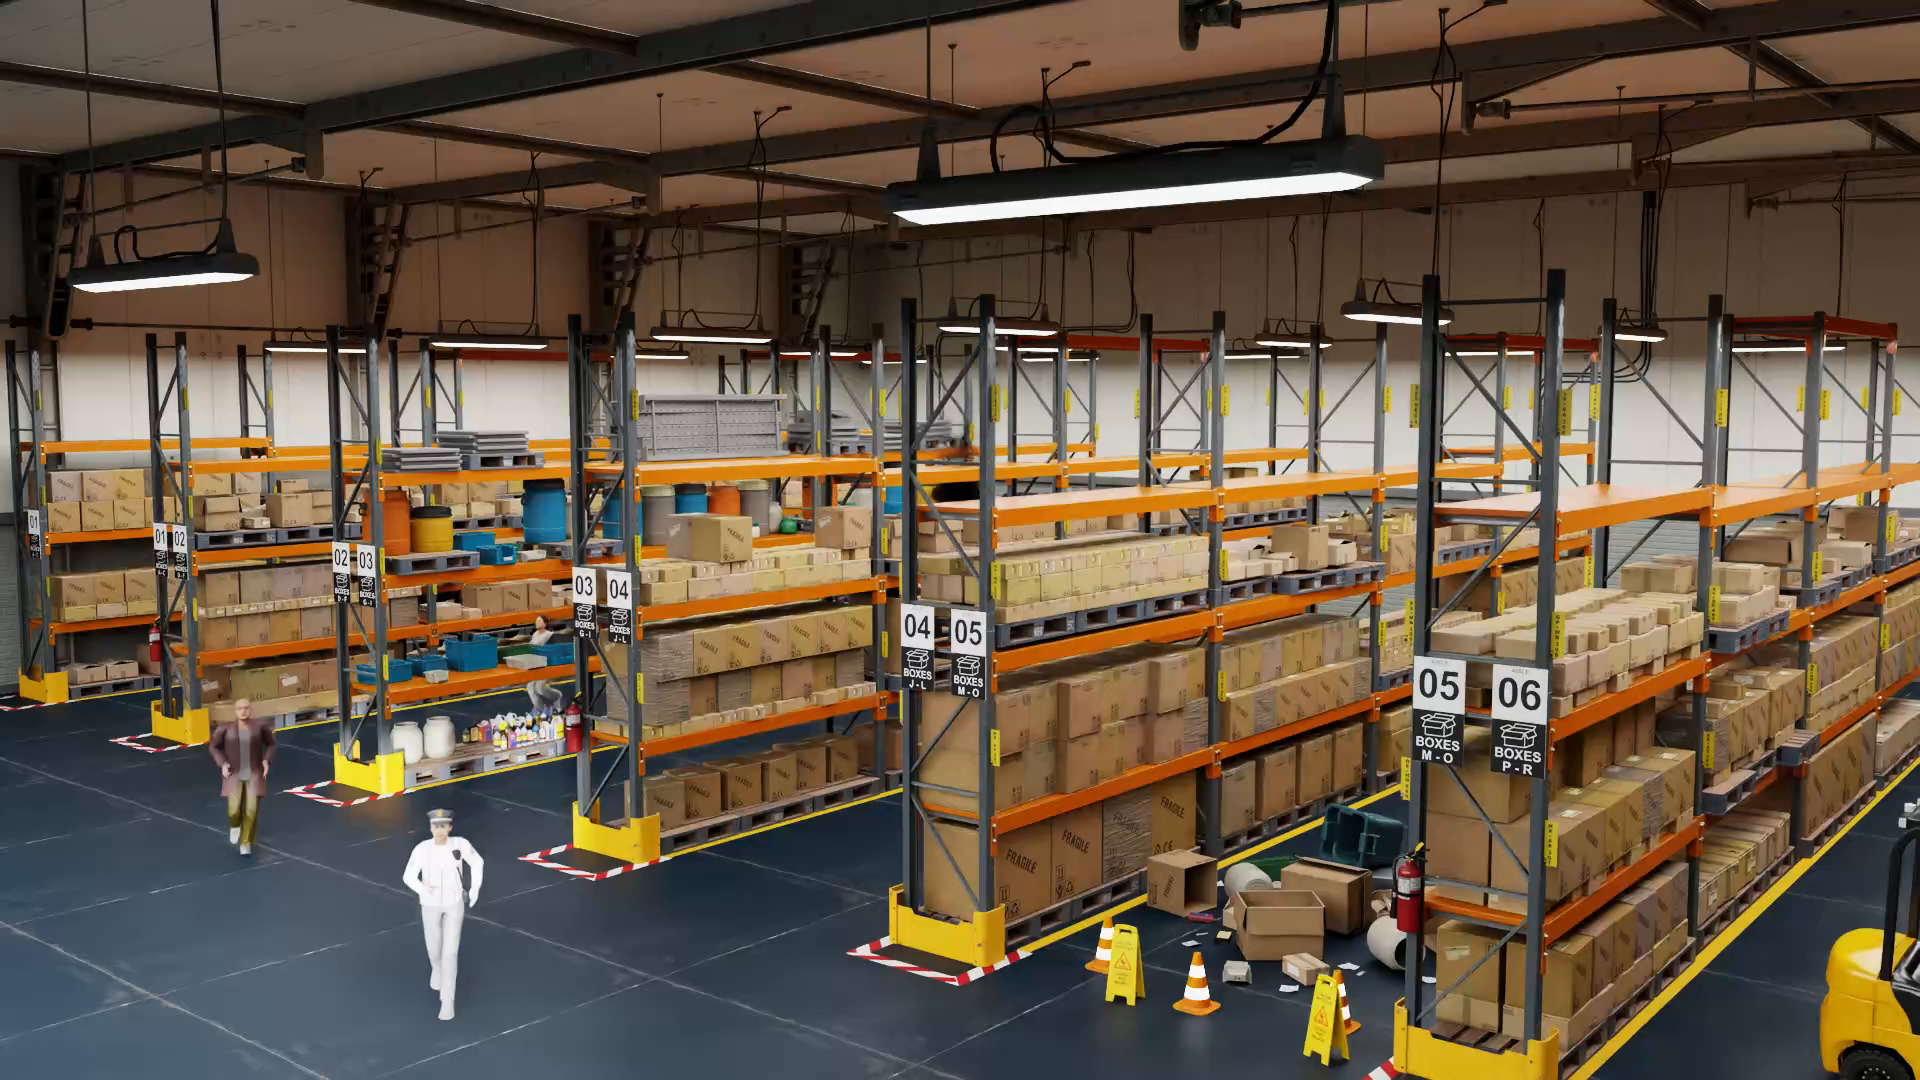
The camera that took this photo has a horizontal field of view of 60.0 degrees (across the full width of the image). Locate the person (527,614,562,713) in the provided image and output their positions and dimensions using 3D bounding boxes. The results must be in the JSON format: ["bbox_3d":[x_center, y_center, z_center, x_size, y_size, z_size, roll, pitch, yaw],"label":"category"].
[{"bbox_3d":[-6.621,1.982,26.375,0.561,1.618,0.582,3,6,31],"label":"person"}]

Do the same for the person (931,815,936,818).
[{"bbox_3d":[-0.195,2.714,18.607,0.522,1.554,0.549,2,5,21],"label":"person"}]

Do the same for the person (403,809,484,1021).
[{"bbox_3d":[-4.332,3.071,13.974,0.637,1.712,0.815,-1,5,-13],"label":"person"}]

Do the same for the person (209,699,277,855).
[{"bbox_3d":[-7.997,2.628,18.581,0.694,1.730,0.632,-3,6,-26],"label":"person"}]
